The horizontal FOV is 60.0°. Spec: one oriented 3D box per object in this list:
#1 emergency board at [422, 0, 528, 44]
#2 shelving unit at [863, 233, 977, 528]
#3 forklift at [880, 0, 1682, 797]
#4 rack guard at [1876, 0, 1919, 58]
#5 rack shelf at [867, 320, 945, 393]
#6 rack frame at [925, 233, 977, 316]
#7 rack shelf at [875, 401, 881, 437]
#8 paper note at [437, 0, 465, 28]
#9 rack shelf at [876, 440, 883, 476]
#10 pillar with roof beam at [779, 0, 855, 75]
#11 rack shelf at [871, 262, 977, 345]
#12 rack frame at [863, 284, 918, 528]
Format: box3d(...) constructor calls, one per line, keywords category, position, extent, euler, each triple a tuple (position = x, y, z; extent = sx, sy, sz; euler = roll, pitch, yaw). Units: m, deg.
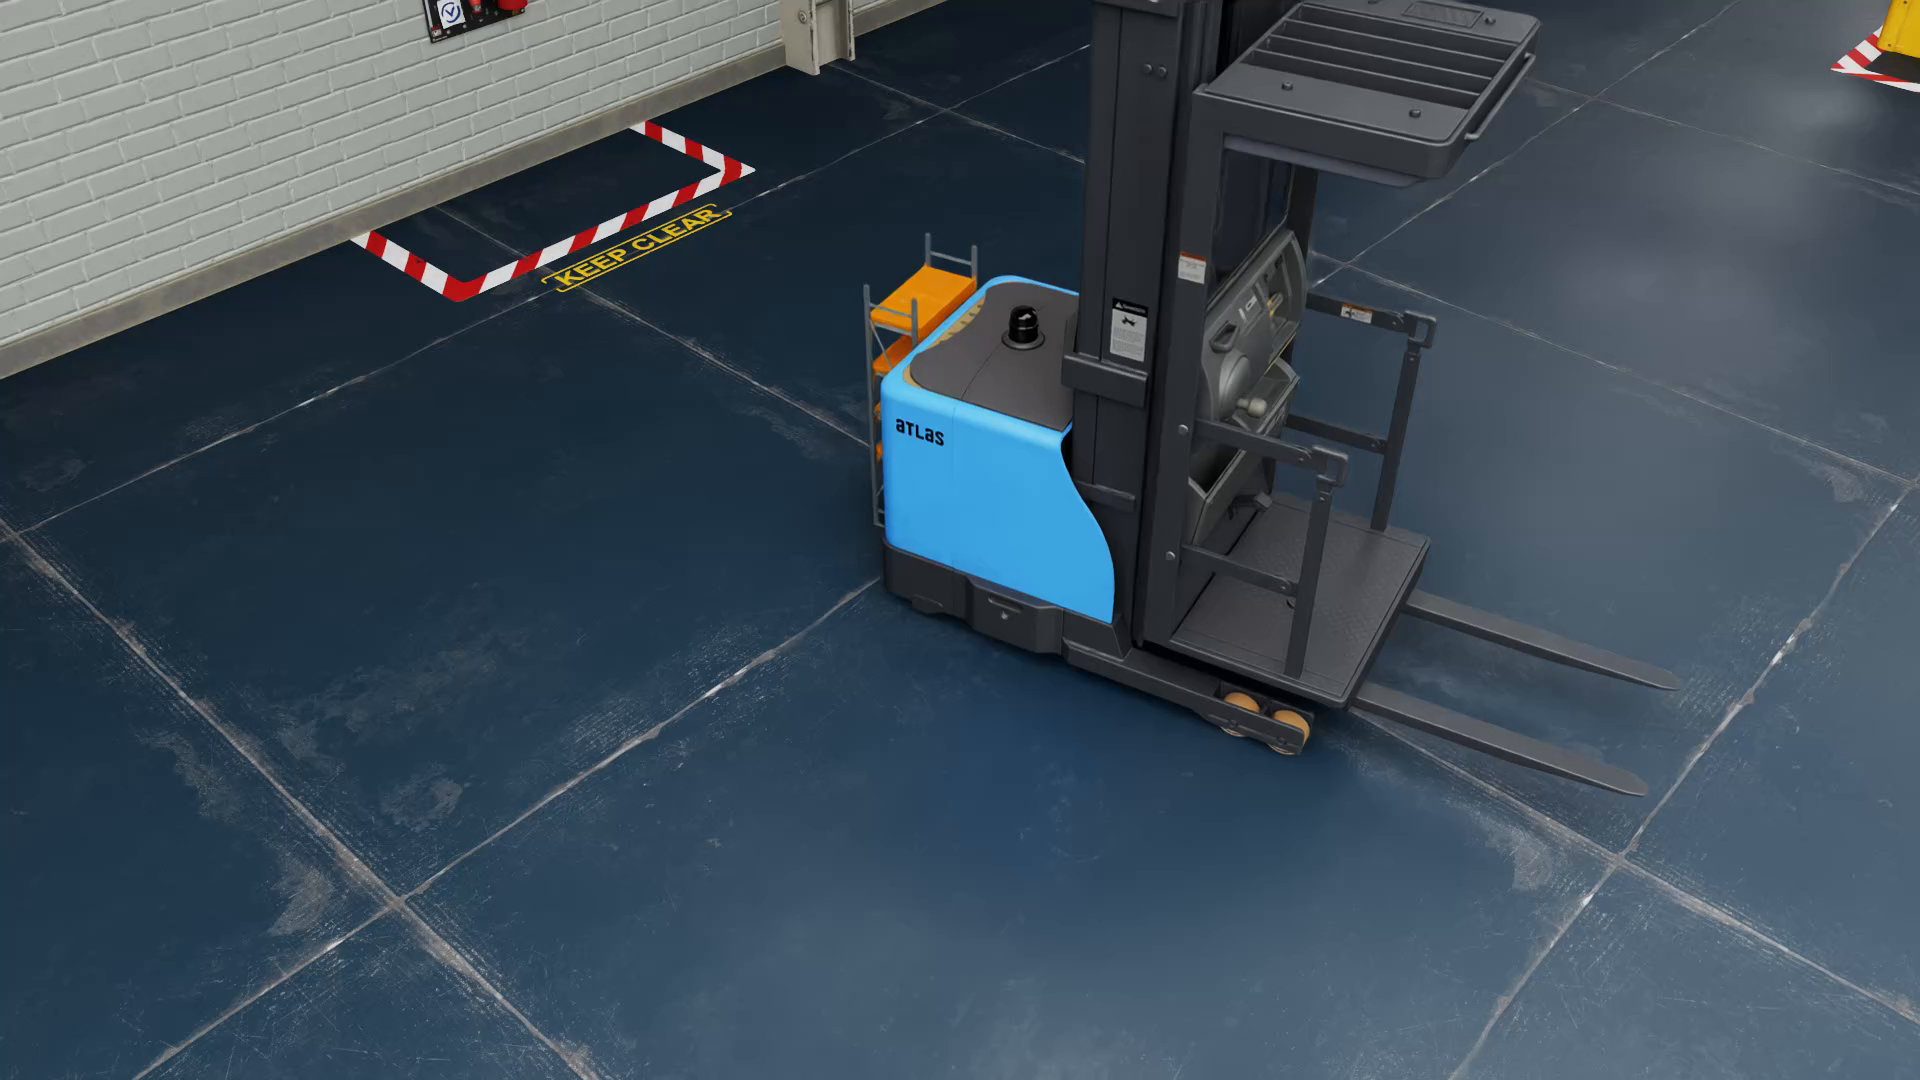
box3d(category="emergency board", position=(-2.656, -3.332, 9.030), extent=(0.194, 1.169, 0.643), euler=(30, 47, 32))
box3d(category="shelving unit", position=(-0.155, -0.638, 7.087), extent=(0.258, 1.200, 0.503), euler=(19, 42, 23))
box3d(category="forklift", position=(1.220, -0.723, 5.805), extent=(3.031, 2.935, 1.130), euler=(19, 42, 22))
box3d(category="rack guard", position=(6.896, -3.455, 11.193), extent=(1.175, 0.500, 0.348), euler=(30, 47, 32))
box3d(category="rack shelf", position=(-0.155, -0.760, 6.990), extent=(0.258, 0.148, 0.480), euler=(19, 42, 23))
box3d(category="rack frame", position=(-0.036, -0.770, 7.254), extent=(0.240, 1.200, 0.015), euler=(19, 42, 23))
box3d(category="rack shelf", position=(-0.154, -0.585, 7.129), extent=(0.258, 0.148, 0.480), euler=(19, 42, 23))
box3d(category="paper note", position=(-2.826, -2.934, 9.238), extent=(0.016, 0.148, 0.142), euler=(30, 47, 32))
box3d(category="rack shelf", position=(-0.154, -0.430, 7.253), extent=(0.258, 0.148, 0.480), euler=(19, 42, 23))
box3d(category="pillar with roof beam", position=(2.217, -4.991, 6.297), extent=(9.100, 9.000, 0.400), euler=(30, 47, 32))
box3d(category="rack shelf", position=(-0.156, -0.946, 6.843), extent=(0.258, 0.148, 0.480), euler=(19, 42, 23))
box3d(category="rack frame", position=(-0.273, -0.505, 6.921), extent=(0.240, 1.200, 0.015), euler=(19, 42, 23))
